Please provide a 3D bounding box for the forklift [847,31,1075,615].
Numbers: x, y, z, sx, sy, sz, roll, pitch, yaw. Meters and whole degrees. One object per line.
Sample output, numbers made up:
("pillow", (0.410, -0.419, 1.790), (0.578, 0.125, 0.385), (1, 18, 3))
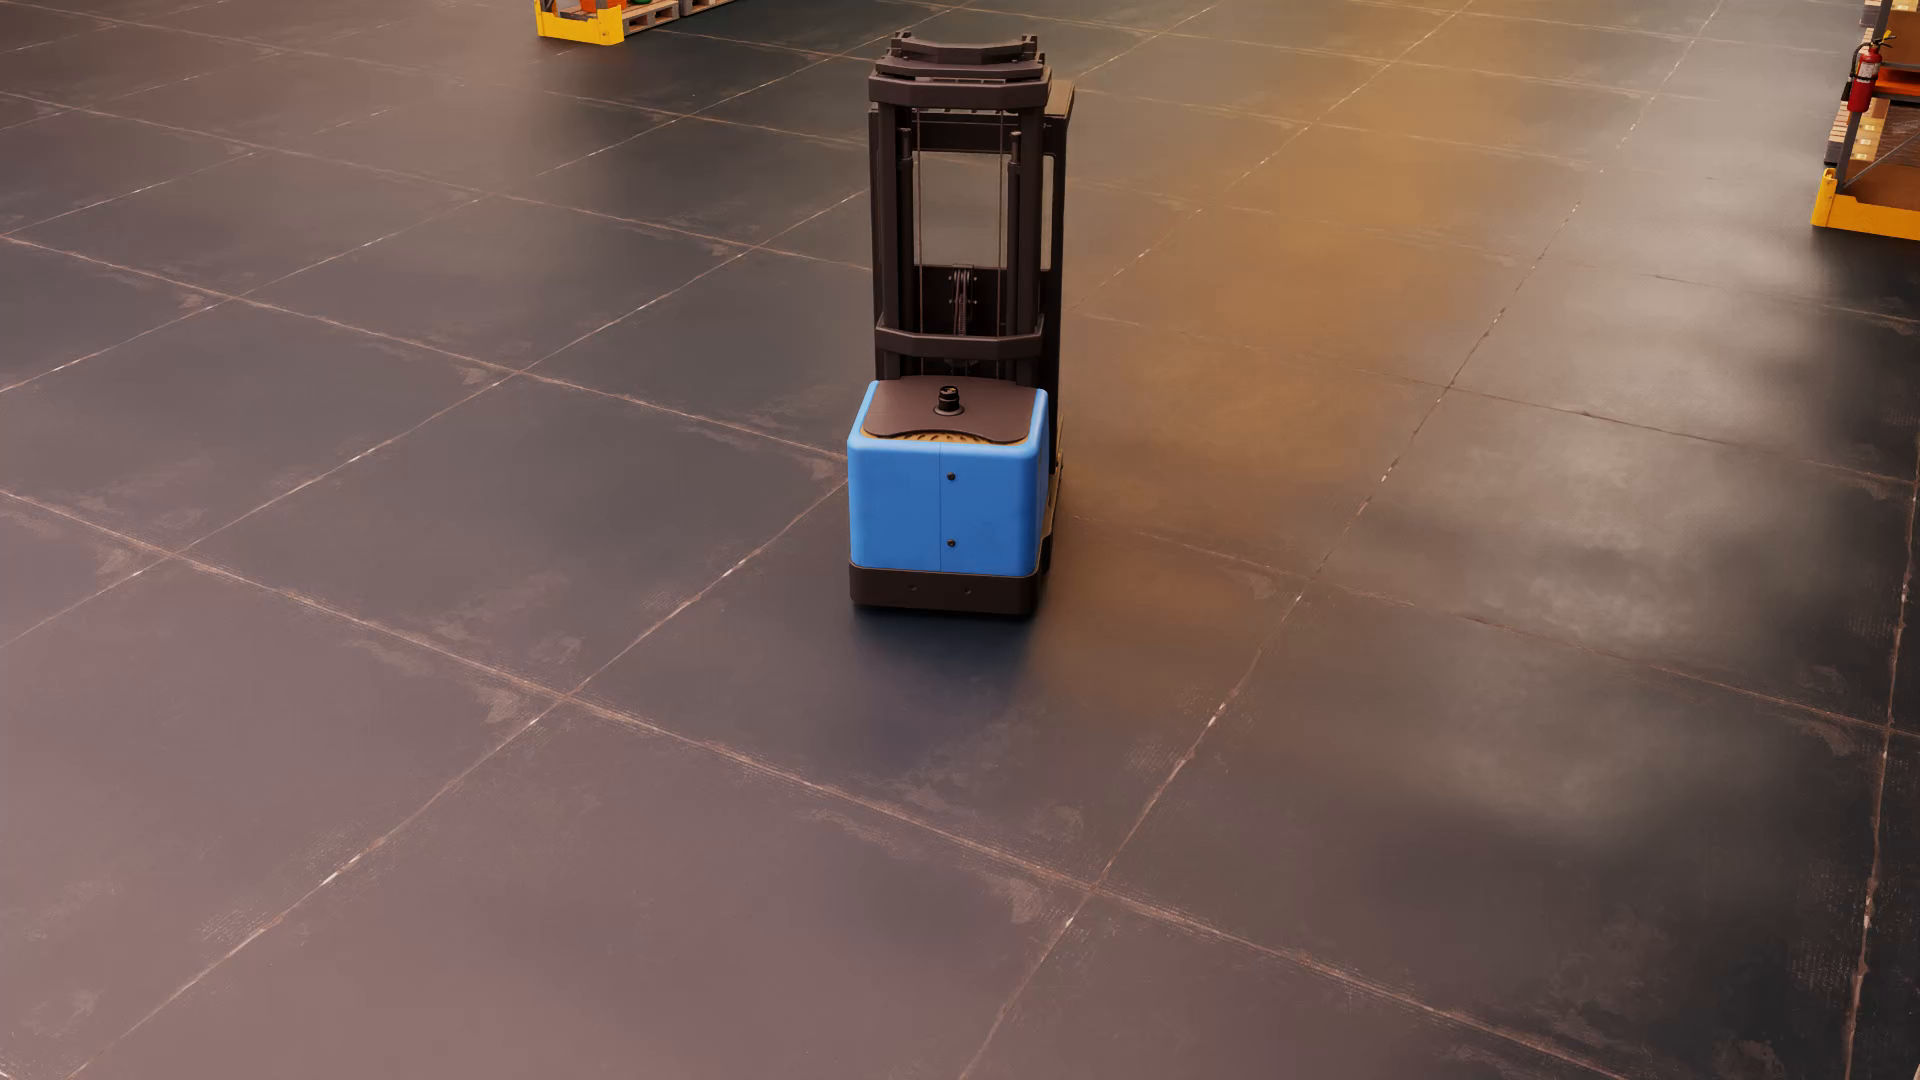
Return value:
("forklift", (0.072, -1.572, 9.794), (1.130, 2.935, 3.031), (3, 30, 6))
